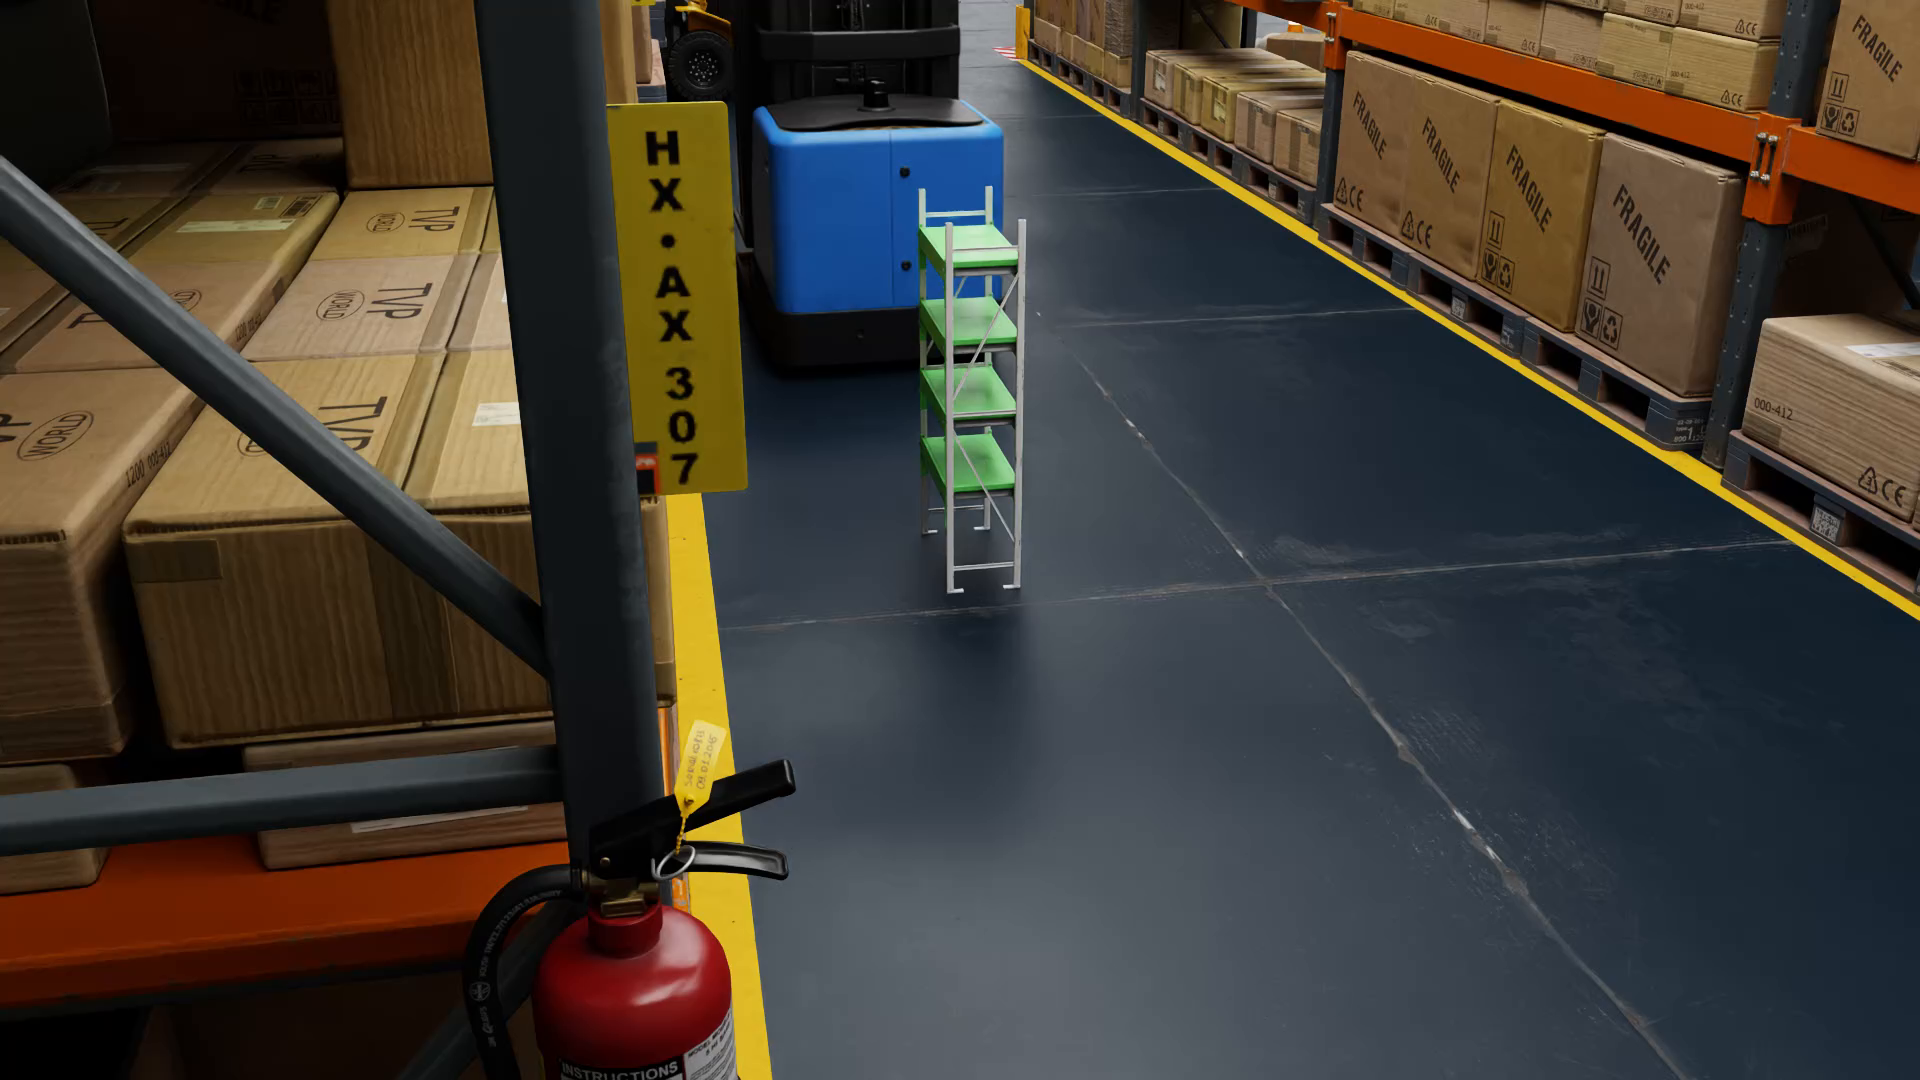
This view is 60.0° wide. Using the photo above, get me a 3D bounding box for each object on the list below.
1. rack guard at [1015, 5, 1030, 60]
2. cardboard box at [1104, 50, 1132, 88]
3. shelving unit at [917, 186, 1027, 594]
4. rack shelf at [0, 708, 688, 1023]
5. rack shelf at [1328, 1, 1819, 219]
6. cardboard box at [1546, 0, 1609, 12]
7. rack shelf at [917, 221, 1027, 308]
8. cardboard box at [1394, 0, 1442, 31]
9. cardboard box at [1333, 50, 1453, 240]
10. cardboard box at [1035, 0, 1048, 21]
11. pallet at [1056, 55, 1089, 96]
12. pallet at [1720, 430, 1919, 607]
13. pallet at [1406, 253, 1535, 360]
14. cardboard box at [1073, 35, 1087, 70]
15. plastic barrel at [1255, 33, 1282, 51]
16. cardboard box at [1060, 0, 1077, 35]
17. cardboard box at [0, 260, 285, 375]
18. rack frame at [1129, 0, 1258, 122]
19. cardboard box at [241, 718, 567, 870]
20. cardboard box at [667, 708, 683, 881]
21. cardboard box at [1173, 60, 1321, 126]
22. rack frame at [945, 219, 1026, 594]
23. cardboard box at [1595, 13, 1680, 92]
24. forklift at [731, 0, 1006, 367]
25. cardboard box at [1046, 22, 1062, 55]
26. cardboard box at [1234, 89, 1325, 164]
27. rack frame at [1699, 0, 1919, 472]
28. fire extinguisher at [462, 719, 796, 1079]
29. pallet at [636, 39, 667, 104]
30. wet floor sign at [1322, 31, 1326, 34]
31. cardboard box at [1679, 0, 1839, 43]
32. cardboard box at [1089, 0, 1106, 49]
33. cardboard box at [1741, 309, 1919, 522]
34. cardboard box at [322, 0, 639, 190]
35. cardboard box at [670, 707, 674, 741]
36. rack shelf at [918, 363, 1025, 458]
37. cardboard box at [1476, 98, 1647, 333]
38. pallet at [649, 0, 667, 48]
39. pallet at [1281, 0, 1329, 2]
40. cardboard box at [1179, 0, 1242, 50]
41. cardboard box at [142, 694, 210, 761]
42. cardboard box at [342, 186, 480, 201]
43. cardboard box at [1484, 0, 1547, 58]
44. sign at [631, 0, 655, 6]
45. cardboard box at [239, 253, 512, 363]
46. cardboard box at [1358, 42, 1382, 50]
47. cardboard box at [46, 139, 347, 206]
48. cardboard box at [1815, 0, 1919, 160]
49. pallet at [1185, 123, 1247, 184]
[{"bbox_3d":[1.169,-5.239,17.122,1.175,0.500,0.348,-4,24,-10],"label":"rack guard"},{"bbox_3d":[1.521,-3.986,14.041,0.500,0.250,0.500,-3,24,-7],"label":"cardboard box"},{"bbox_3d":[0.031,-0.485,5.361,0.258,1.200,0.503,-4,24,-10],"label":"shelving unit"},{"bbox_3d":[-1.134,-0.210,3.381,1.077,0.370,4.000,-4,24,-10],"label":"rack shelf"},{"bbox_3d":[3.004,-2.152,7.828,1.077,0.370,4.000,-4,24,-10],"label":"rack shelf"},{"bbox_3d":[2.852,-2.410,7.083,0.500,0.250,0.500,-4,24,-8],"label":"cardboard box"},{"bbox_3d":[0.031,-0.866,5.194,0.258,0.148,0.480,-4,24,-10],"label":"rack shelf"},{"bbox_3d":[2.589,-2.788,8.572,0.500,0.250,0.500,-5,24,-11],"label":"cardboard box"},{"bbox_3d":[2.680,-2.209,9.190,0.875,0.875,0.875,-5,24,-10],"label":"cardboard box"},{"bbox_3d":[1.037,-5.344,16.211,0.500,0.500,0.500,-5,24,-12],"label":"cardboard box"},{"bbox_3d":[1.506,-4.306,15.345,1.003,0.211,1.213,-4,24,-10],"label":"pallet"},{"bbox_3d":[3.437,-0.112,5.743,1.003,0.211,1.213,-4,24,-10],"label":"pallet"},{"bbox_3d":[2.928,-1.196,8.224,1.003,0.211,1.213,-4,24,-10],"label":"pallet"},{"bbox_3d":[1.323,-4.396,14.977,0.500,0.250,0.500,-4,24,-9],"label":"cardboard box"},{"bbox_3d":[3.024,-4.534,15.602,0.512,0.421,0.421,13,27,27],"label":"plastic barrel"},{"bbox_3d":[1.223,-4.940,15.288,0.500,0.500,0.500,-4,24,-9],"label":"cardboard box"},{"bbox_3d":[-1.204,-0.184,2.240,0.500,0.250,0.500,-4,24,-10],"label":"cardboard box"},{"bbox_3d":[1.894,-4.841,13.087,1.000,3.000,0.127,-4,24,-10],"label":"rack frame"},{"bbox_3d":[-0.555,0.213,1.828,0.380,0.149,0.250,-4,24,-10],"label":"cardboard box"},{"bbox_3d":[-0.904,0.614,3.195,0.700,0.500,0.500,-3,24,-8],"label":"cardboard box"},{"bbox_3d":[2.130,-3.341,12.410,0.950,0.372,0.625,-3,24,-6],"label":"cardboard box"},{"bbox_3d":[0.076,-0.389,5.141,0.240,1.200,0.015,-4,24,-10],"label":"rack frame"},{"bbox_3d":[2.950,-1.984,6.733,0.500,0.250,0.500,-5,24,-10],"label":"cardboard box"},{"bbox_3d":[-0.599,-2.667,8.195,1.130,2.935,3.031,-5,24,-11],"label":"forklift"},{"bbox_3d":[1.119,-4.808,15.922,0.500,0.250,0.500,-3,24,-8],"label":"cardboard box"},{"bbox_3d":[2.395,-2.769,11.101,0.950,0.372,0.625,-5,24,-11],"label":"cardboard box"},{"bbox_3d":[3.374,-1.695,5.883,1.000,3.000,0.127,-4,24,-10],"label":"rack frame"},{"bbox_3d":[-0.283,0.477,1.472,0.296,0.674,0.183,-4,24,-10],"label":"fire extinguisher"},{"bbox_3d":[-1.544,-1.560,5.815,1.003,0.211,1.213,-4,24,-10],"label":"pallet"},{"bbox_3d":[4.049,-5.607,17.781,0.267,0.644,0.232,-9,25,-19],"label":"wet floor sign"},{"bbox_3d":[3.053,-2.011,6.168,0.500,0.250,0.500,-4,24,-10],"label":"cardboard box"},{"bbox_3d":[1.425,-4.530,14.349,0.500,0.500,0.500,-4,24,-9],"label":"cardboard box"},{"bbox_3d":[3.384,-0.458,5.728,0.875,0.438,0.875,-5,24,-11],"label":"cardboard box"},{"bbox_3d":[-0.861,-0.952,3.061,0.500,0.500,0.500,-4,24,-8],"label":"cardboard box"},{"bbox_3d":[-1.096,0.206,4.130,0.700,0.500,0.500,-5,24,-12],"label":"cardboard box"},{"bbox_3d":[0.031,-0.426,5.386,0.258,0.148,0.480,-4,24,-10],"label":"rack shelf"},{"bbox_3d":[3.006,-1.506,7.581,0.875,0.875,0.875,-4,24,-8],"label":"cardboard box"},{"bbox_3d":[-2.049,-2.550,8.080,1.213,0.211,1.003,-4,24,-10],"label":"pallet"},{"bbox_3d":[2.397,-3.453,10.147,1.213,0.211,1.003,-4,24,-10],"label":"pallet"},{"bbox_3d":[2.051,-4.370,13.981,0.500,0.500,0.500,-3,24,-7],"label":"cardboard box"},{"bbox_3d":[-1.076,0.148,1.978,0.380,0.149,0.250,-4,24,-8],"label":"cardboard box"},{"bbox_3d":[-0.889,-0.616,3.227,0.500,0.250,0.500,-5,24,-11],"label":"cardboard box"},{"bbox_3d":[2.775,-2.387,7.655,0.500,0.250,0.500,-4,24,-10],"label":"cardboard box"},{"bbox_3d":[-0.972,-1.766,4.964,0.100,0.325,0.005,-4,24,-10],"label":"sign"},{"bbox_3d":[-0.677,-0.217,2.314,0.500,0.250,0.500,-4,24,-9],"label":"cardboard box"},{"bbox_3d":[3.638,-4.186,13.765,0.500,0.500,0.500,-4,24,-10],"label":"cardboard box"},{"bbox_3d":[-1.388,-0.585,3.158,0.500,0.250,0.500,-4,24,-10],"label":"cardboard box"},{"bbox_3d":[3.203,-1.537,5.396,0.500,0.500,0.500,-4,24,-8],"label":"cardboard box"},{"bbox_3d":[2.269,-2.777,11.844,1.003,0.211,1.213,-4,24,-10],"label":"pallet"}]
